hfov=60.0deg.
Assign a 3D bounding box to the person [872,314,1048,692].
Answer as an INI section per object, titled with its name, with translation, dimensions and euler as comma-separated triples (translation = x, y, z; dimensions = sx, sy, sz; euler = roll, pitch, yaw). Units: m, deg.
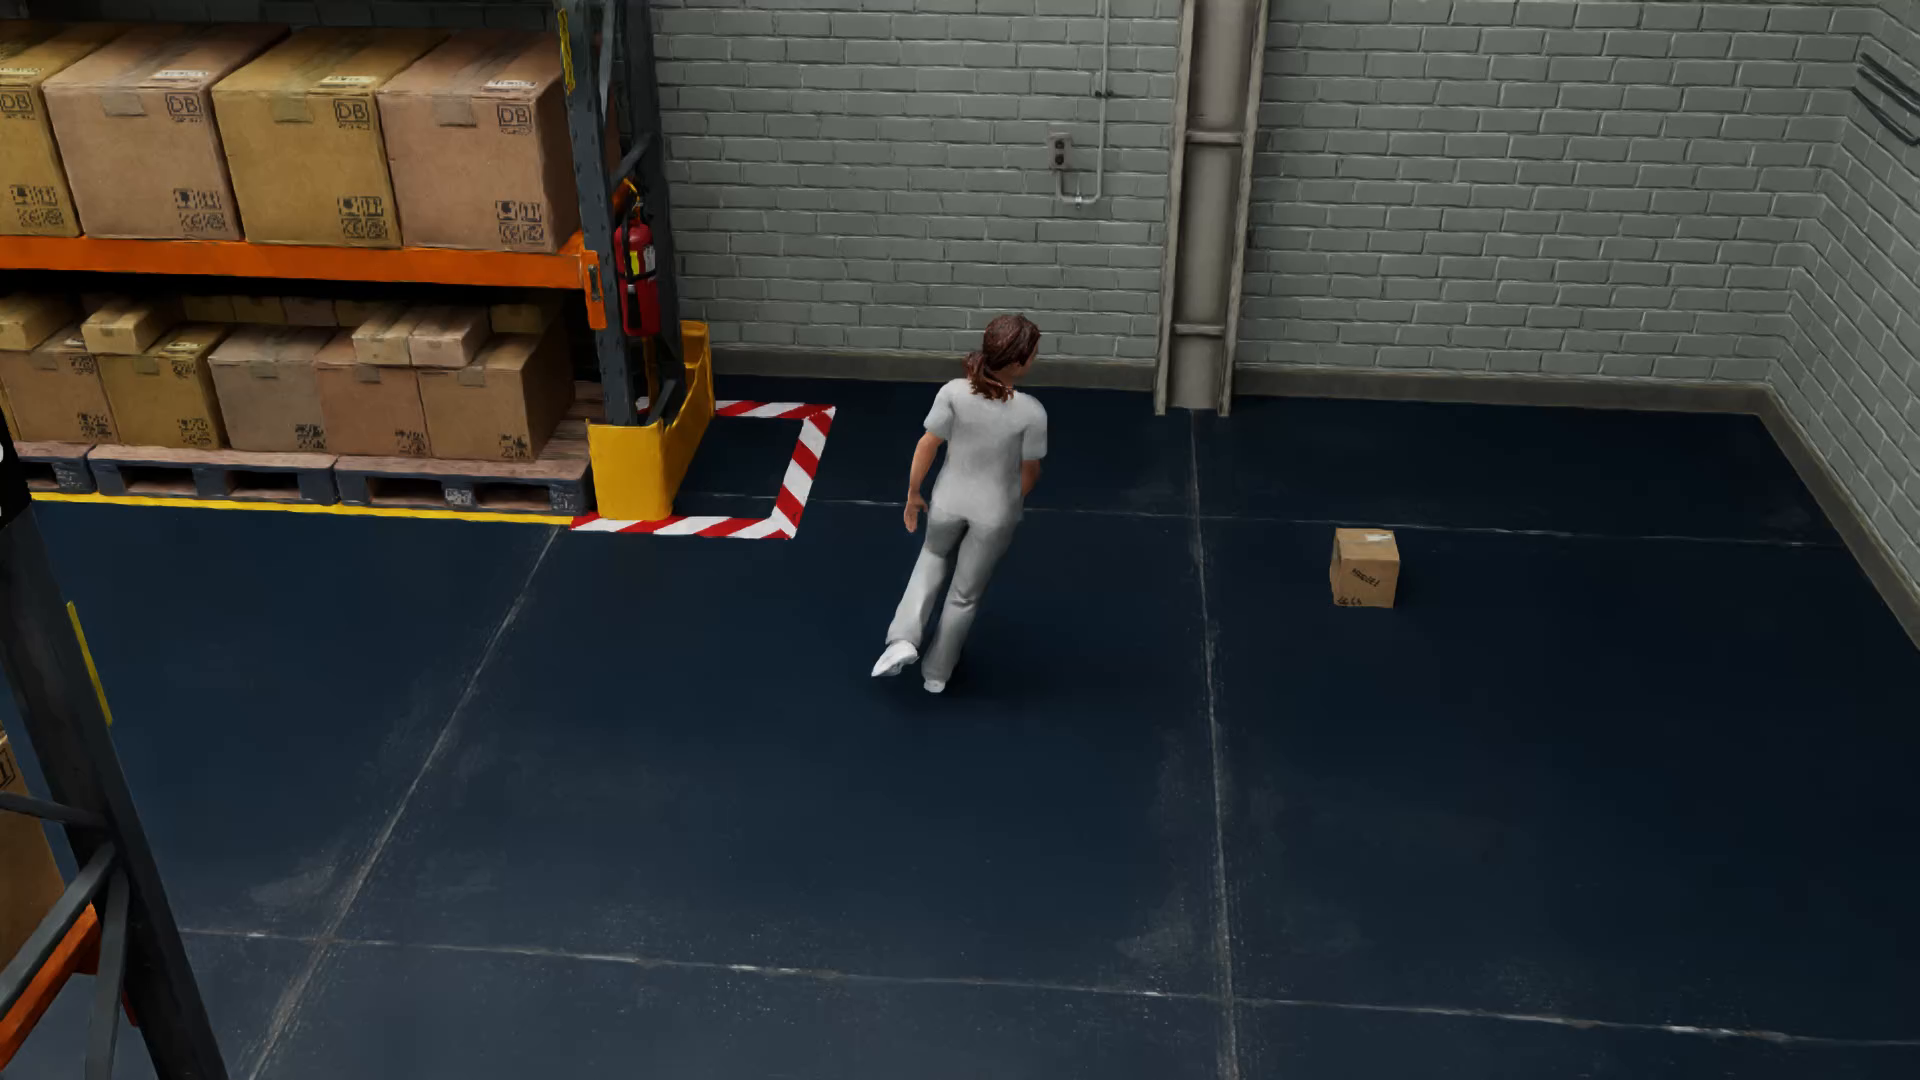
[person]
translation = 0.003, -0.103, 6.304
dimensions = 0.650, 1.644, 0.499
euler = 9, 33, 15
